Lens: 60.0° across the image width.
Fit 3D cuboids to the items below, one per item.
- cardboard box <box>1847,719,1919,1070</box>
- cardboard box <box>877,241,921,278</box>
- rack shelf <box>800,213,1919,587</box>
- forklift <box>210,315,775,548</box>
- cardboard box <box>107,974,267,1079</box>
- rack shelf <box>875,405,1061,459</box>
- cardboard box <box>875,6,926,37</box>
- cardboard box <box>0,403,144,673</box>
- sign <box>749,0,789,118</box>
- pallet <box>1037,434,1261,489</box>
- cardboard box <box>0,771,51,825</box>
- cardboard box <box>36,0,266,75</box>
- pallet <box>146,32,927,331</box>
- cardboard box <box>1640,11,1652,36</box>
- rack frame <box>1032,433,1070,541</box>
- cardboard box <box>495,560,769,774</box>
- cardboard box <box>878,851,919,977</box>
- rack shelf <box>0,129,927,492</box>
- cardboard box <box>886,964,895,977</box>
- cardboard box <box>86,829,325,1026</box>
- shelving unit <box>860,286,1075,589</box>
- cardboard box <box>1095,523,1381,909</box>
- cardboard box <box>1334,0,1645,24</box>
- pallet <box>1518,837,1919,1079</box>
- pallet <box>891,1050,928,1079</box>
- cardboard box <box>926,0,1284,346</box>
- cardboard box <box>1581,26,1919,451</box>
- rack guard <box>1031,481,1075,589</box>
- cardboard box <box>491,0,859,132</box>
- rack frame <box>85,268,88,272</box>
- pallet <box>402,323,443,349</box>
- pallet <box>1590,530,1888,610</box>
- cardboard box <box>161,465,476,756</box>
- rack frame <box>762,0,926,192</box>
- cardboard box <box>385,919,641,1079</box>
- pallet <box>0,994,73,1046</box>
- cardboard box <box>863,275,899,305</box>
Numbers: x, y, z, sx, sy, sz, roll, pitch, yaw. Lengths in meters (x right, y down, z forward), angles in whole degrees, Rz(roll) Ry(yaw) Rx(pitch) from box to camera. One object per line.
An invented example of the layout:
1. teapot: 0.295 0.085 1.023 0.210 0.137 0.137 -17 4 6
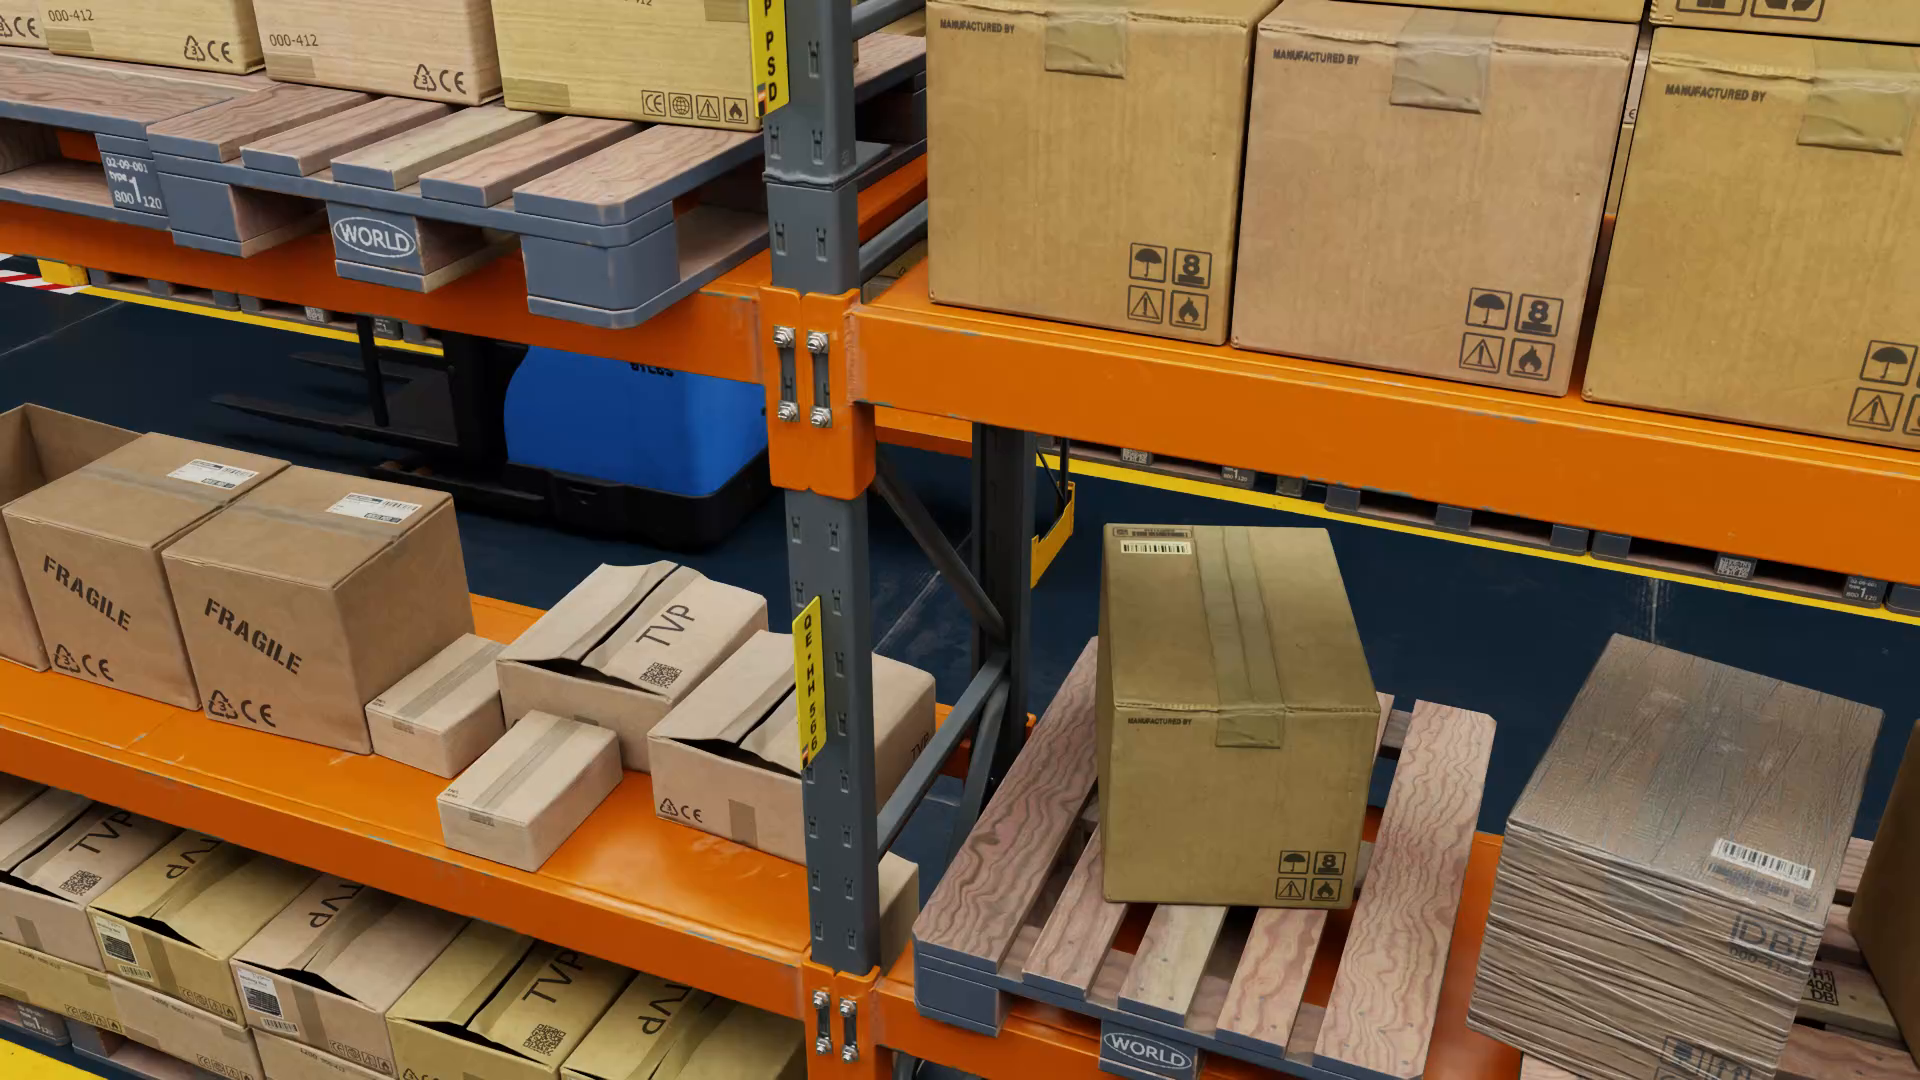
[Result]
1. cardboard box: 1.976 0.731 2.880 0.500 0.500 0.700 4 30 6
2. cardboard box: -0.336 -1.610 8.882 0.500 0.250 0.500 10 31 18
3. rack shelf: 1.783 -0.107 2.573 4.000 0.370 1.077 11 31 19
4. forklift: -2.344 -1.689 7.760 3.031 2.935 1.130 11 31 18
5. cardboard box: -2.071 1.262 4.837 0.500 0.250 0.500 12 32 20
6. rack shelf: -0.079 -0.512 7.497 1.000 0.185 0.538 11 31 19
7. cardboard box: -0.321 -2.395 8.390 0.500 0.500 0.700 16 33 26
8. cardboard box: -2.583 -0.021 4.637 0.500 0.500 0.500 14 32 23
9. sign: -0.286 -0.798 2.459 0.005 0.325 0.100 11 31 19
10. pallet: 1.066 -0.675 8.730 1.213 0.211 1.003 11 31 19
11. cardboard box: -3.025 0.831 5.029 0.500 0.311 0.500 11 31 19
12. cardboard box: -1.530 -1.166 3.441 0.500 0.250 0.500 11 31 18
13. pallet: -0.732 -0.793 3.248 1.003 0.211 1.213 13 32 21
14. cardboard box: 2.786 -2.189 7.388 0.500 0.250 0.500 10 31 17
15. rack frame: 0.392 -0.575 7.242 0.032 1.500 0.500 11 31 19
16. cardboard box: -0.826 0.301 4.260 0.500 0.311 0.500 11 31 19
17. cardboard box: -0.445 1.055 4.633 0.500 0.311 0.500 12 32 21
18. rack shelf: -1.923 -0.847 3.883 4.000 0.370 1.077 11 31 19
19. cardboard box: -0.445 1.299 4.771 0.500 0.250 0.500 11 31 19
20. cardboard box: -2.062 1.020 4.695 0.500 0.311 0.500 12 32 20
21. shelving unit: -0.071 -0.667 7.406 1.083 1.500 0.587 11 31 19
22. cardboard box: 0.556 0.355 3.546 0.500 0.500 0.700 1 30 2
23. cardboard box: 0.805 -1.091 2.466 0.500 0.500 0.500 11 31 19
24. pallet: 1.734 0.957 3.204 1.213 0.211 1.003 11 31 19
25. pallet: -0.818 1.560 4.776 1.213 0.211 1.003 11 31 19
26. cardboard box: 0.347 -0.768 2.911 0.500 0.500 0.910 11 31 19
27. cardboard box: 1.302 -0.578 2.574 0.500 0.500 0.910 11 31 19
28. rack guard: 0.391 -0.031 7.550 0.087 0.250 0.587 11 31 19
29. cardboard box: -0.511 -0.966 3.088 0.500 0.250 0.500 9 31 15
30. rack frame: -5.624 -3.224 10.405 0.127 3.000 1.000 11 31 19
31. pallet: -2.553 -1.378 9.973 1.213 0.211 1.003 11 31 19
32. pallet: 3.618 -0.123 7.753 1.213 0.211 1.003 11 31 19
33. cardboard box: -1.631 0.169 4.301 0.500 0.500 0.500 10 31 16
34. rack frame: -0.070 -2.096 2.313 0.127 3.000 1.000 11 31 19
35. cardboard box: -1.132 1.208 4.362 0.500 0.311 0.500 11 31 18
36. pallet: -3.079 1.108 5.575 1.213 0.211 1.003 11 31 19
37. cardboard box: -0.274 -1.273 9.047 0.500 0.500 0.700 12 32 20
